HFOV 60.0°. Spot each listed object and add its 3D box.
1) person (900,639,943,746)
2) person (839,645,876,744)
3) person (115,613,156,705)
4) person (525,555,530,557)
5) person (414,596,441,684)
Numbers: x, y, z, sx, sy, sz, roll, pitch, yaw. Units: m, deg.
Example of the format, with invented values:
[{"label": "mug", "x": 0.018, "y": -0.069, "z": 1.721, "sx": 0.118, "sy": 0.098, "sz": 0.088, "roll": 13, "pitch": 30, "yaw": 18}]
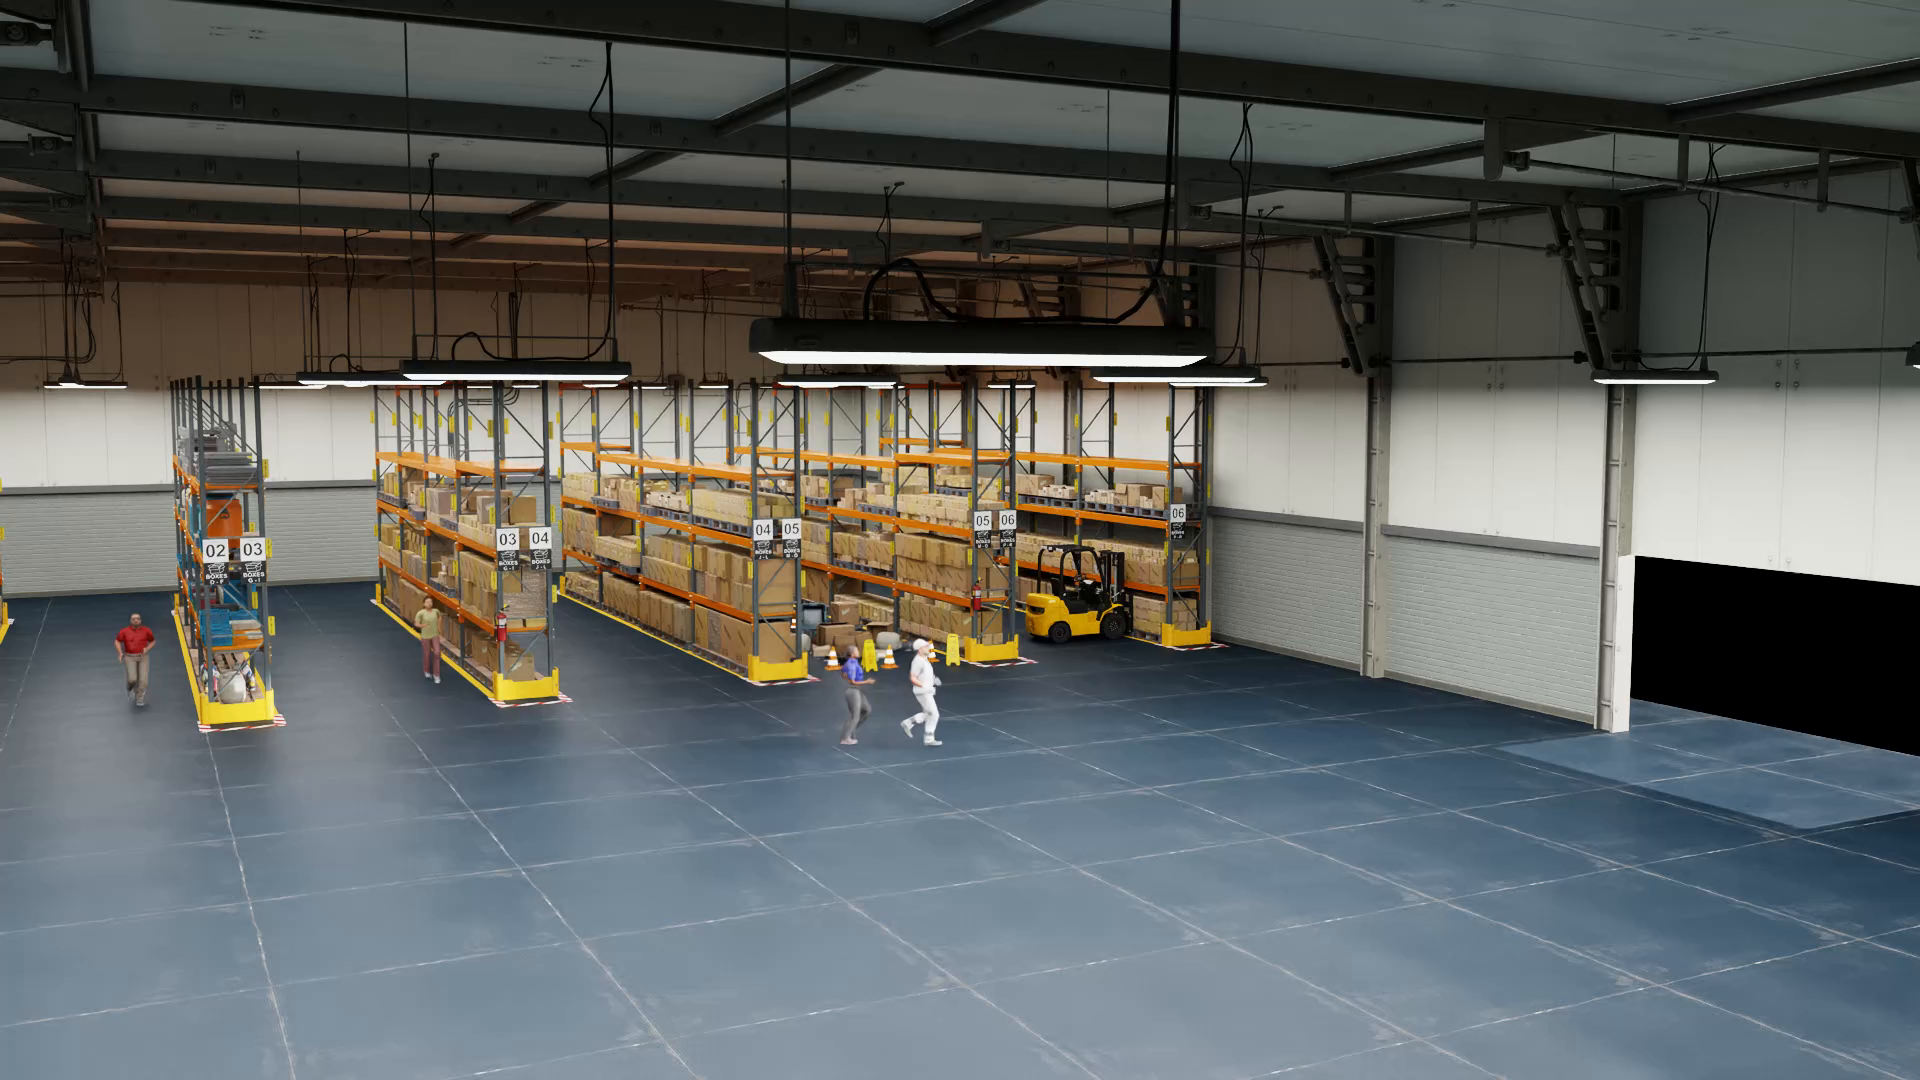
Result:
[{"label": "person", "x": -0.633, "y": 2.465, "z": 26.881, "sx": 0.708, "sy": 1.743, "sz": 0.659, "roll": 1, "pitch": 5, "yaw": 7}, {"label": "person", "x": -1.662, "y": 2.510, "z": 26.982, "sx": 0.599, "sy": 1.636, "sz": 0.561, "roll": 0, "pitch": 5, "yaw": -1}, {"label": "person", "x": -15.035, "y": 2.150, "z": 30.370, "sx": 0.658, "sy": 1.613, "sz": 0.591, "roll": -3, "pitch": 6, "yaw": -33}, {"label": "person", "x": -12.350, "y": 0.740, "z": 46.566, "sx": 0.701, "sy": 1.709, "sz": 0.894, "roll": 0, "pitch": 5, "yaw": 0}, {"label": "person", "x": -10.514, "y": 1.965, "z": 32.925, "sx": 0.563, "sy": 1.726, "sz": 0.778, "roll": -3, "pitch": 6, "yaw": -28}]
